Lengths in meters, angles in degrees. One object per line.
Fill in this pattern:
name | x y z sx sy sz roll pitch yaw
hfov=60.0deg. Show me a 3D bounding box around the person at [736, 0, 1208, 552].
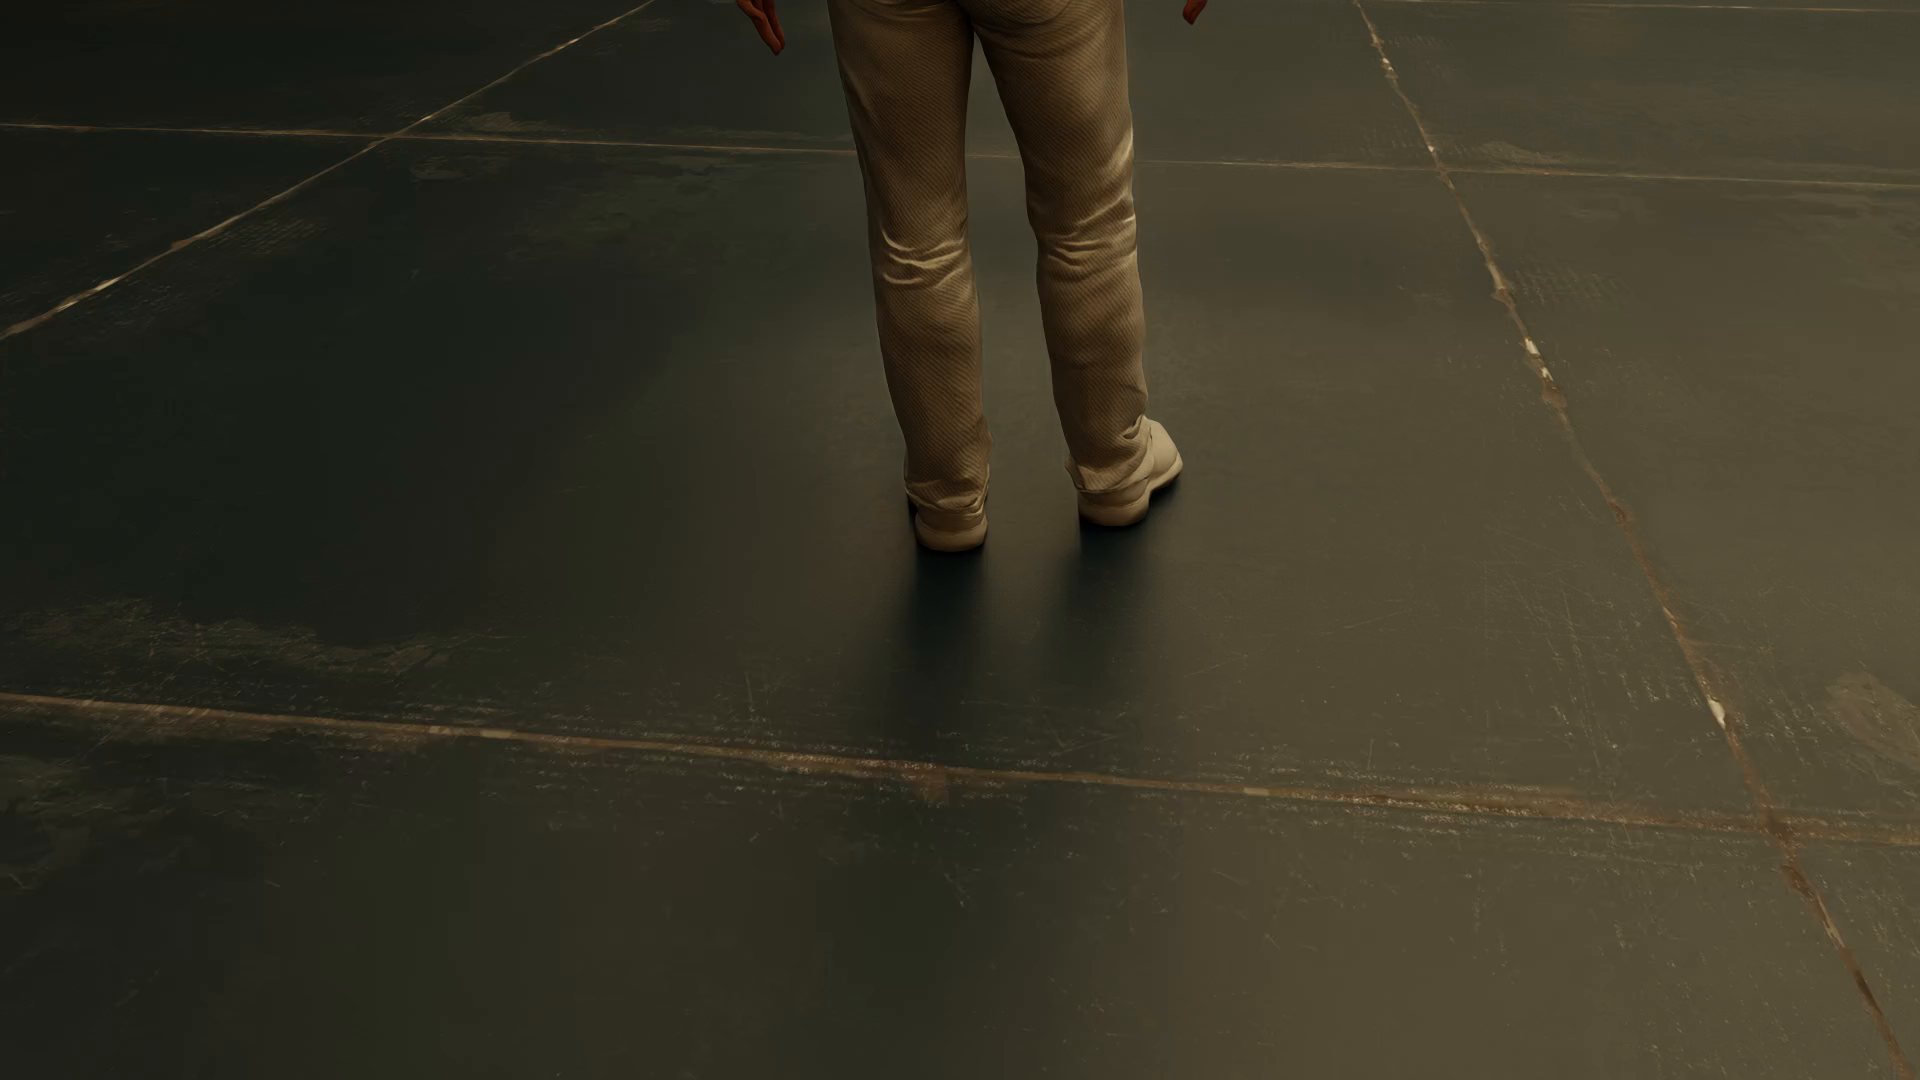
person | 0.016 -0.824 2.164 0.665 1.759 0.577 3 27 7
